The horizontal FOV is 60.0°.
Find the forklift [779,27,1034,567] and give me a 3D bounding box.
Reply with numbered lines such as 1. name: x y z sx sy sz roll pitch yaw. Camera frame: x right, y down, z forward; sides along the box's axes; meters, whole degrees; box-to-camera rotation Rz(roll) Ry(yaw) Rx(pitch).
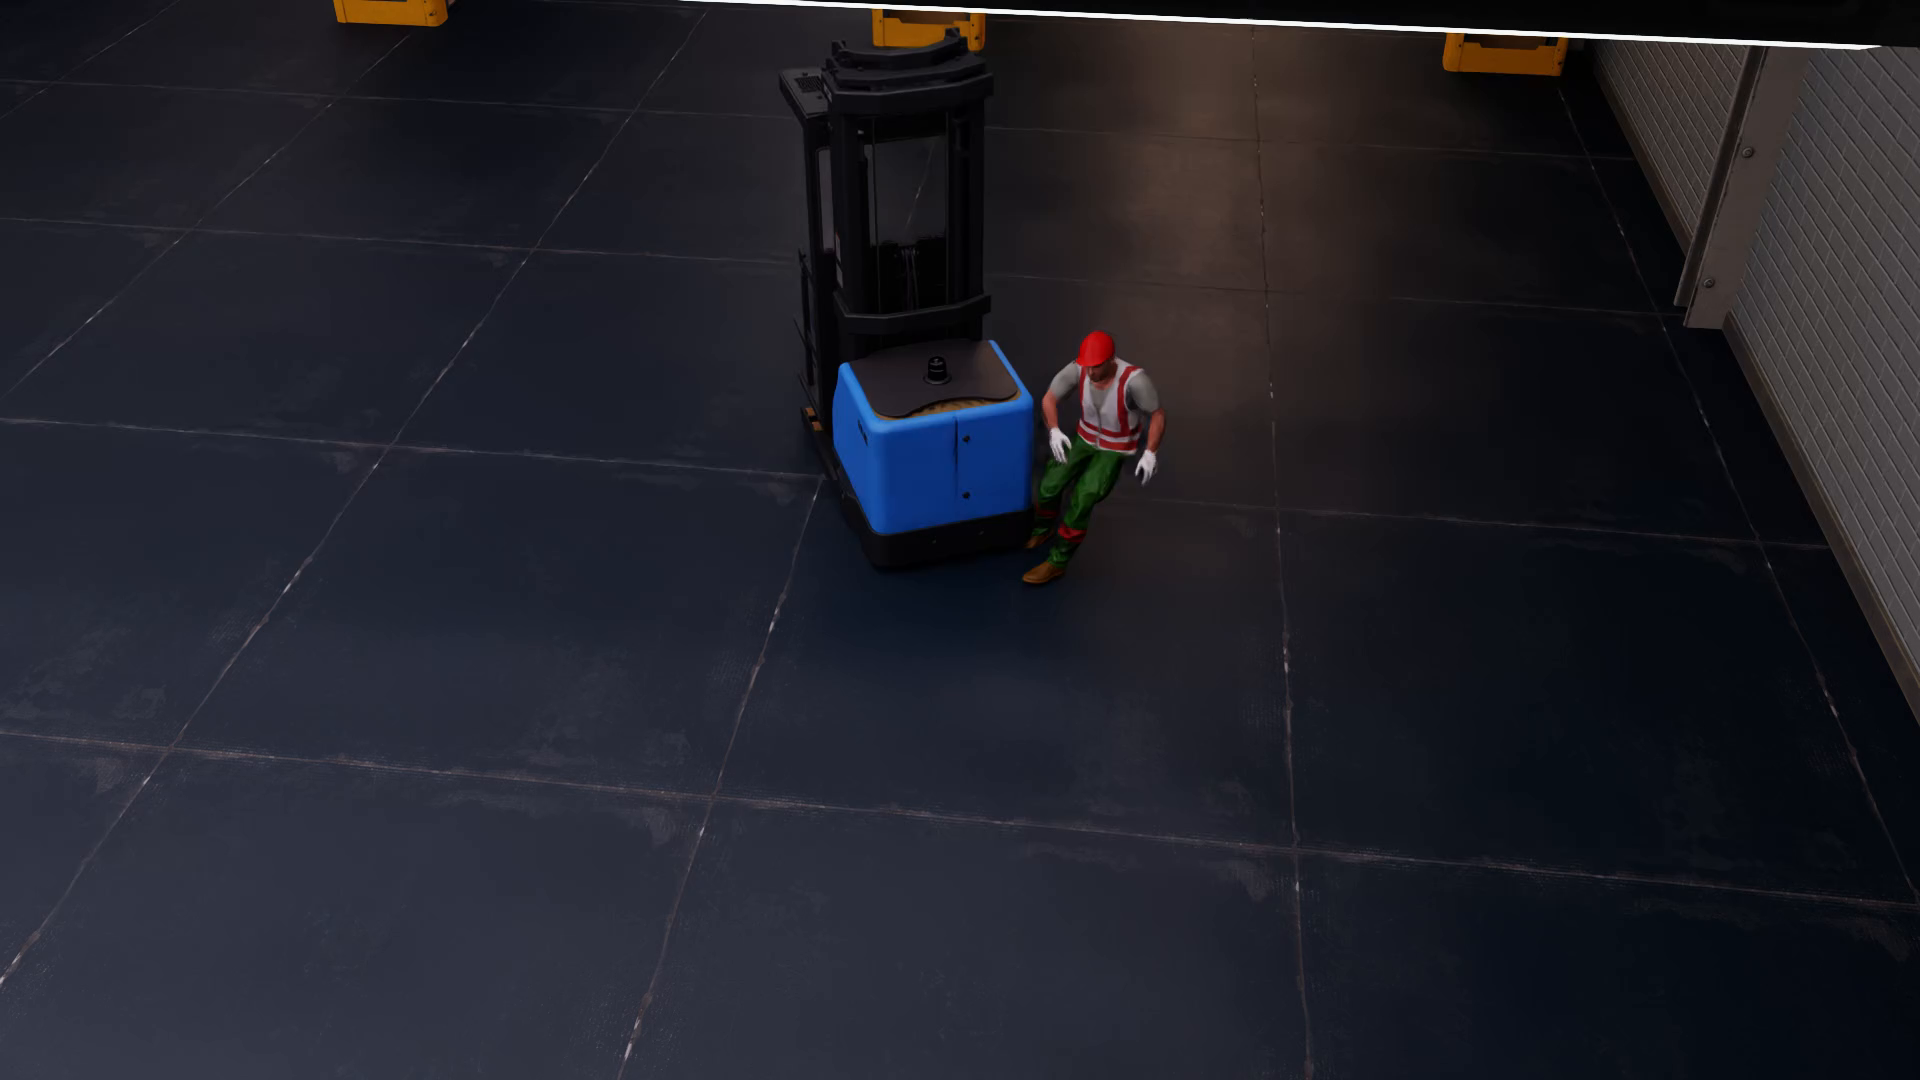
1. forklift: -0.467 -1.890 10.594 1.130 2.935 3.031 -11 38 -14

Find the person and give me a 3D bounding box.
1. person: 0.742 -0.489 9.950 0.799 1.557 0.924 18 40 23
